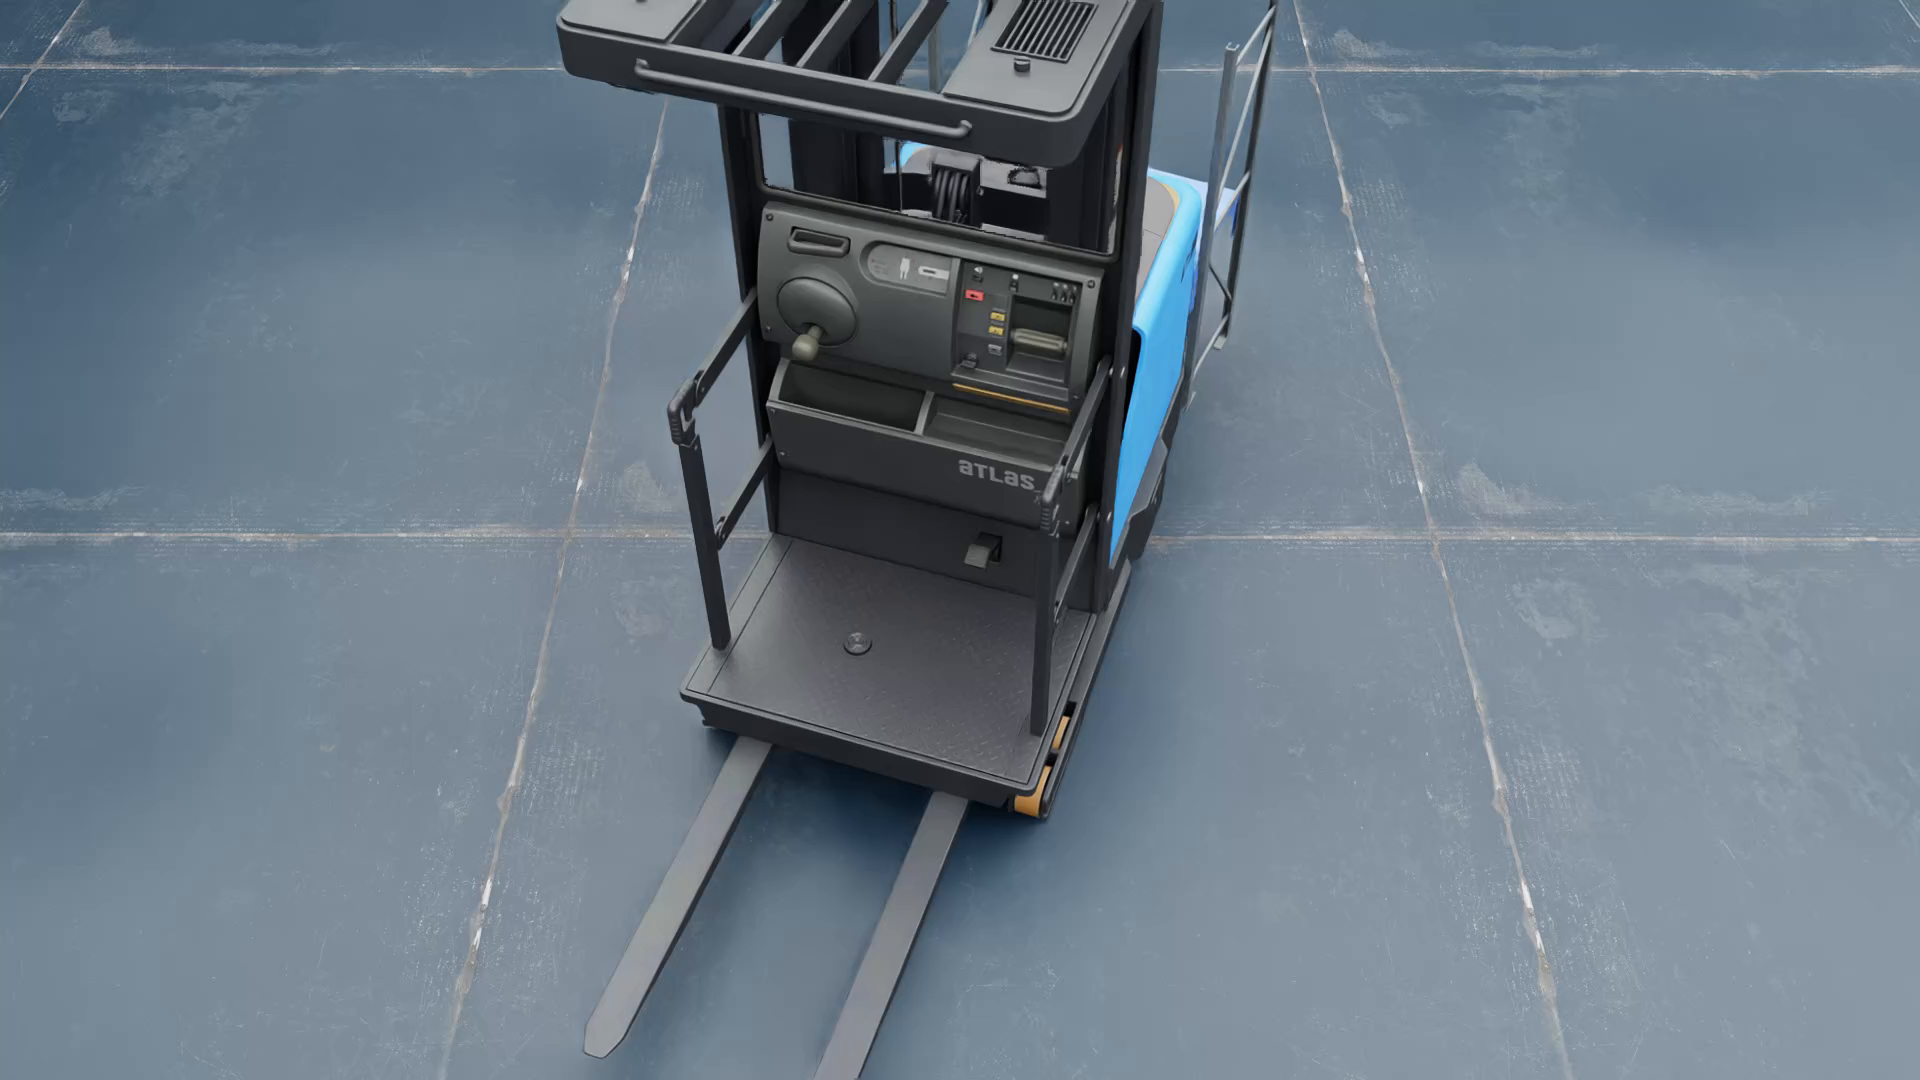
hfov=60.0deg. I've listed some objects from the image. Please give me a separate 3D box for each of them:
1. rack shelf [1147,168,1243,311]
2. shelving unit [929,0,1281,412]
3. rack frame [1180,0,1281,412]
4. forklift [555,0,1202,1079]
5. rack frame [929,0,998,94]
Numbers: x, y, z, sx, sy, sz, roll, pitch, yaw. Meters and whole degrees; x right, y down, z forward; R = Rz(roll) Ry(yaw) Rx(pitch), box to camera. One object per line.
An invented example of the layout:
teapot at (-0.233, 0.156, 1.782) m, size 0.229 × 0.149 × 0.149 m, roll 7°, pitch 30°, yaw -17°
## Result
rack shelf at (0.476, -1.195, 6.083) m, size 1.000 × 0.185 × 0.538 m, roll 19°, pitch 50°, yaw 17°
shelving unit at (0.476, -1.318, 5.952) m, size 1.048 × 1.500 × 0.538 m, roll 19°, pitch 50°, yaw 17°
rack frame at (0.935, -1.158, 5.803) m, size 0.032 × 1.500 × 0.500 m, roll 19°, pitch 50°, yaw 17°
forklift at (-0.160, -0.514, 4.226) m, size 1.130 × 2.935 × 3.031 m, roll 14°, pitch 49°, yaw 13°
rack frame at (0.016, -1.477, 6.100) m, size 0.032 × 1.500 × 0.500 m, roll 19°, pitch 50°, yaw 17°
